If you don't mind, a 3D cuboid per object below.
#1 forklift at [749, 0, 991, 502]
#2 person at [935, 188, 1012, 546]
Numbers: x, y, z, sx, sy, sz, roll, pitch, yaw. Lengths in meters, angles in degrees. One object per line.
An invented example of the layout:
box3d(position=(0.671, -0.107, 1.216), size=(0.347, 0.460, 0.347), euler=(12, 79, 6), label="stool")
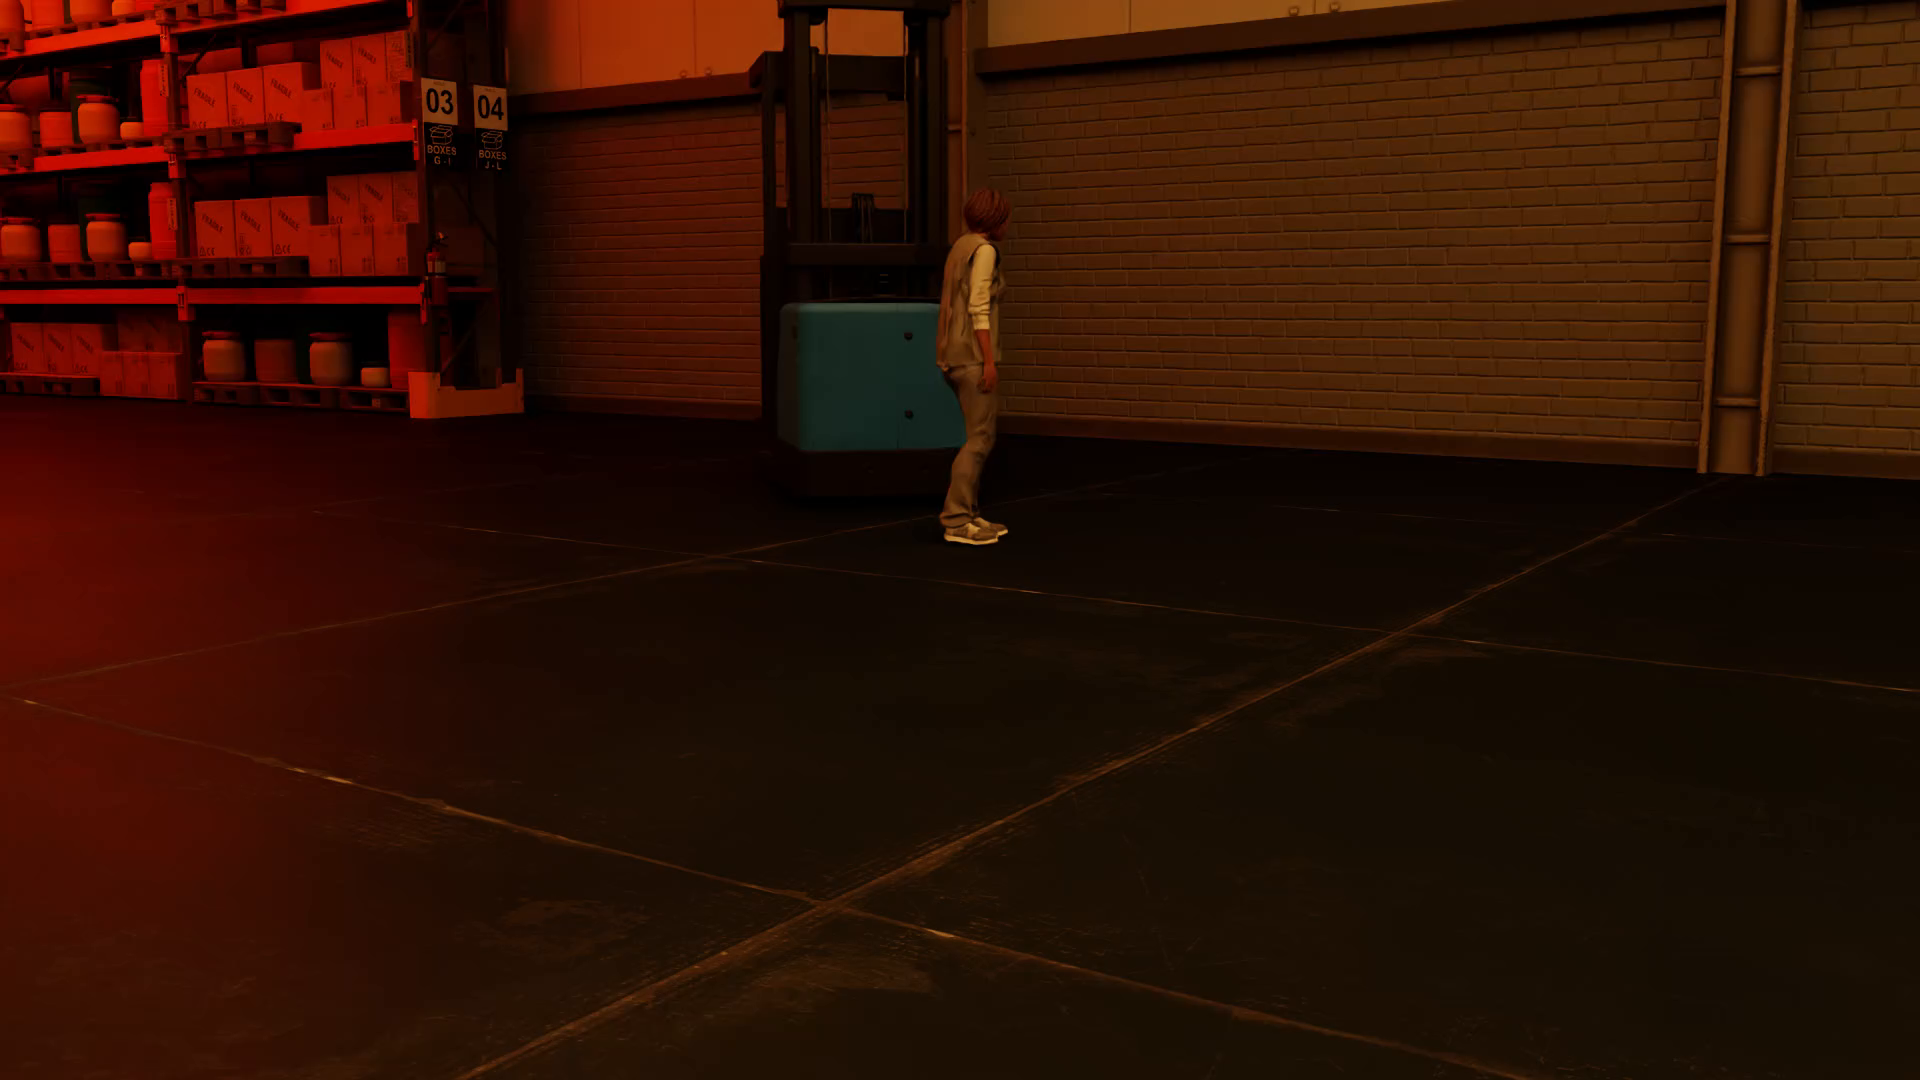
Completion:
box3d(position=(-0.665, -1.824, 10.022), size=(1.130, 2.935, 3.031), euler=(-2, 8, -13), label="forklift")
box3d(position=(0.057, -0.787, 7.534), size=(0.363, 1.580, 0.527), euler=(-2, 8, -16), label="person")
